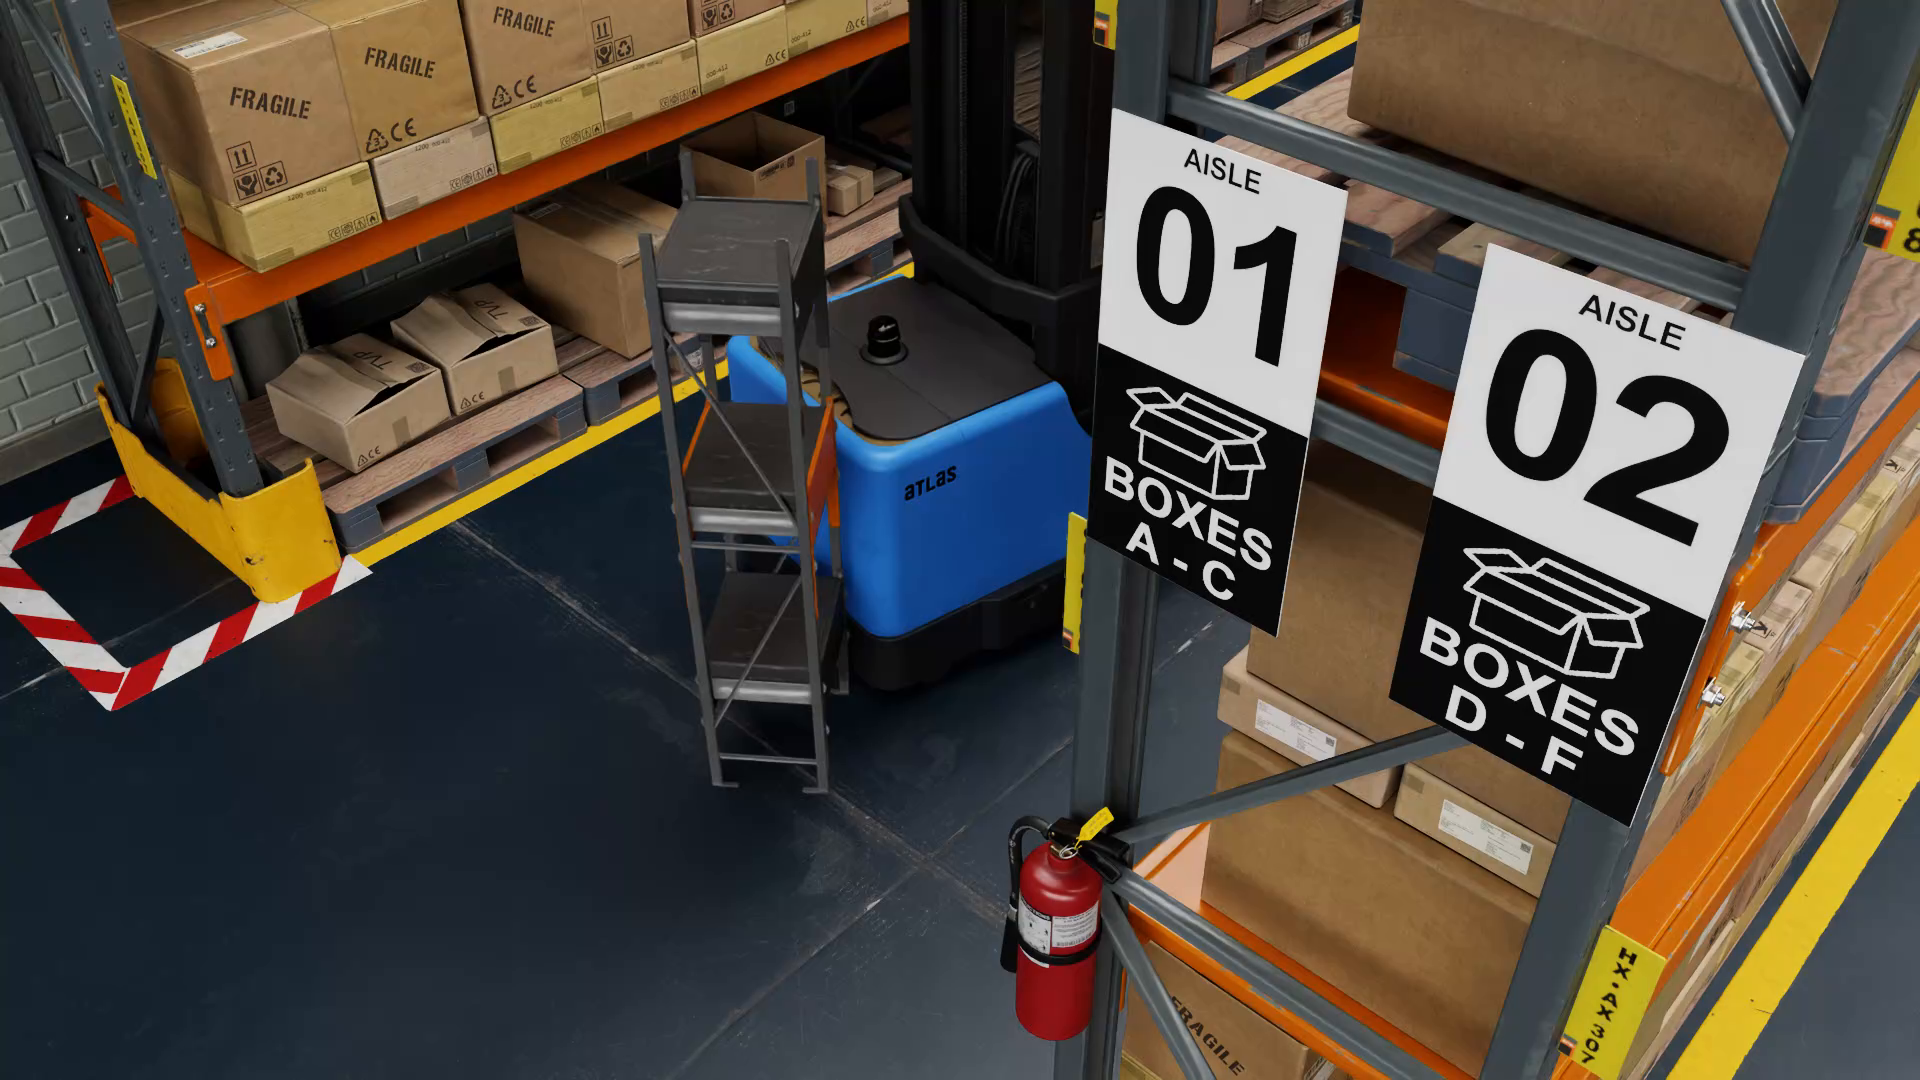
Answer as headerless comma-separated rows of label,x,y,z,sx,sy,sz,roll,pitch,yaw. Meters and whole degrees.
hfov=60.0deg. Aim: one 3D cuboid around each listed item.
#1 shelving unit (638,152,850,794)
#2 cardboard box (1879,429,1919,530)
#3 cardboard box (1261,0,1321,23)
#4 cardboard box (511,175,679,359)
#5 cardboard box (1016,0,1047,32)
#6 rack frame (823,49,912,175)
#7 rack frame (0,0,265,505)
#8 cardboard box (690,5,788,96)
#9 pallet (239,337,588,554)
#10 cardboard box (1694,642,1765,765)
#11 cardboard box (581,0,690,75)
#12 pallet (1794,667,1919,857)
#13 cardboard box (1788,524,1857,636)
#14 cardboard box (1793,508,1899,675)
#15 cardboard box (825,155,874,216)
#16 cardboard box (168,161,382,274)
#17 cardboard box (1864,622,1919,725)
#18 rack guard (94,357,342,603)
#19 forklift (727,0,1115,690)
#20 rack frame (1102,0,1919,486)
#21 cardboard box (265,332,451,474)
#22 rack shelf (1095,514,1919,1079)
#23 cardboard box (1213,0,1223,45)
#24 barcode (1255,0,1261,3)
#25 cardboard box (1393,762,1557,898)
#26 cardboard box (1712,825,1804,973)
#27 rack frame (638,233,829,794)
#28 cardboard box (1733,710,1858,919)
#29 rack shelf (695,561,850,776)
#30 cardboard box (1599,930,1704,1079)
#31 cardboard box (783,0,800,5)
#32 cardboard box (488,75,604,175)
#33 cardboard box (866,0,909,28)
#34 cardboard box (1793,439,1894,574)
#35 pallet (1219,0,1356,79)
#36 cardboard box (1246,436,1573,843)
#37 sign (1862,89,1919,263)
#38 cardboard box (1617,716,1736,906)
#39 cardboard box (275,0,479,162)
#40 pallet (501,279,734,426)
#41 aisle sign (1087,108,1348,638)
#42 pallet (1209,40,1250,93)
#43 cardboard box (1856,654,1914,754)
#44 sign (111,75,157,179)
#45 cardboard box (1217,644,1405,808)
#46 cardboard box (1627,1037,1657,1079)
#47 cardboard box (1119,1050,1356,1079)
shelving unit,-0.626,-0.125,5.218,0.431,2.100,0.503,3,38,4
cardboard box,2.089,-0.212,4.005,0.380,0.149,0.250,30,47,32
cardboard box,1.919,-3.718,10.670,0.700,0.500,0.500,30,48,32
cardboard box,-1.582,-1.253,7.571,0.700,0.500,0.500,27,46,29
cardboard box,0.446,-3.075,9.260,0.500,0.250,0.500,29,47,31
rack frame,-0.333,-3.039,8.162,1.000,3.000,0.127,30,47,32
rack frame,-3.031,-1.201,5.851,1.000,3.000,0.127,30,47,32
cardboard box,-1.099,-2.180,7.186,0.500,0.250,0.500,29,47,32
pallet,-2.406,-0.503,7.213,1.003,0.211,1.213,30,47,32
cardboard box,1.397,0.258,3.414,0.380,0.149,0.250,30,47,32
cardboard box,-1.454,-2.237,6.655,0.500,0.500,0.500,31,48,33
pallet,2.759,0.479,5.978,1.003,0.211,1.213,30,47,32
cardboard box,1.747,0.019,3.714,0.380,0.149,0.250,28,46,31
cardboard box,1.995,-0.084,4.365,0.700,0.500,0.500,31,48,33
cardboard box,-0.671,-1.844,8.582,0.380,0.166,0.250,23,44,27
cardboard box,-2.468,-1.241,6.005,0.500,0.250,0.500,28,46,31
cardboard box,2.829,0.187,5.374,0.500,0.500,0.500,30,47,32
rack guard,-2.980,-0.258,6.672,1.175,0.500,0.348,30,47,32
forklift,0.636,-1.346,6.088,3.031,2.935,1.130,-25,45,-28
rack frame,0.628,-1.471,1.370,1.000,3.000,0.127,30,47,32
cardboard box,-2.498,-0.601,6.903,0.500,0.311,0.500,24,44,27
rack shelf,1.977,0.240,4.616,1.077,0.370,4.000,30,47,32
cardboard box,1.171,-3.290,10.132,0.700,0.500,0.500,29,47,32
barcode,0.475,-0.865,2.552,0.001,0.075,0.075,30,47,32
cardboard box,1.051,0.494,3.117,0.380,0.149,0.250,29,47,32
cardboard box,2.167,0.948,5.020,0.500,0.250,0.500,30,47,32
rack frame,-0.648,0.026,5.028,0.400,2.100,0.015,3,38,4
cardboard box,2.168,0.654,4.786,0.500,0.500,0.500,30,47,32
rack shelf,-0.624,0.435,5.661,0.431,0.518,0.480,3,38,4
cardboard box,1.490,1.112,4.211,0.500,0.500,0.500,30,47,32
cardboard box,-0.756,-2.703,7.241,0.500,0.500,0.500,29,47,32
cardboard box,-1.780,-1.717,6.604,0.500,0.250,0.500,29,47,31
cardboard box,-0.429,-2.643,7.768,0.500,0.250,0.500,30,47,32
cardboard box,1.678,-0.379,3.694,0.700,0.500,0.500,30,47,32
pallet,1.838,-3.427,10.890,1.003,0.211,1.213,30,47,32
cardboard box,0.988,0.097,3.096,0.700,0.500,0.500,30,47,32
sign,1.033,-0.434,1.710,0.100,0.325,0.005,30,47,32
cardboard box,1.303,0.386,3.775,0.700,0.500,0.500,31,48,33
cardboard box,-2.147,-1.760,6.055,0.500,0.500,0.500,30,47,32
pallet,-1.583,-1.061,7.915,1.003,0.211,1.213,30,47,32
aisle sign,0.367,-0.234,2.545,0.394,0.787,0.004,30,47,32
pallet,1.014,-2.869,10.188,1.003,0.211,1.213,30,47,32
cardboard box,2.830,0.482,5.606,0.500,0.250,0.500,30,47,32
sign,-2.631,-1.312,5.295,0.100,0.325,0.005,30,47,32
cardboard box,0.745,0.328,3.325,0.380,0.149,0.250,29,47,31
cardboard box,1.488,1.405,4.445,0.500,0.250,0.500,30,47,32
cardboard box,0.771,1.418,4.428,0.500,0.250,0.500,30,47,32
